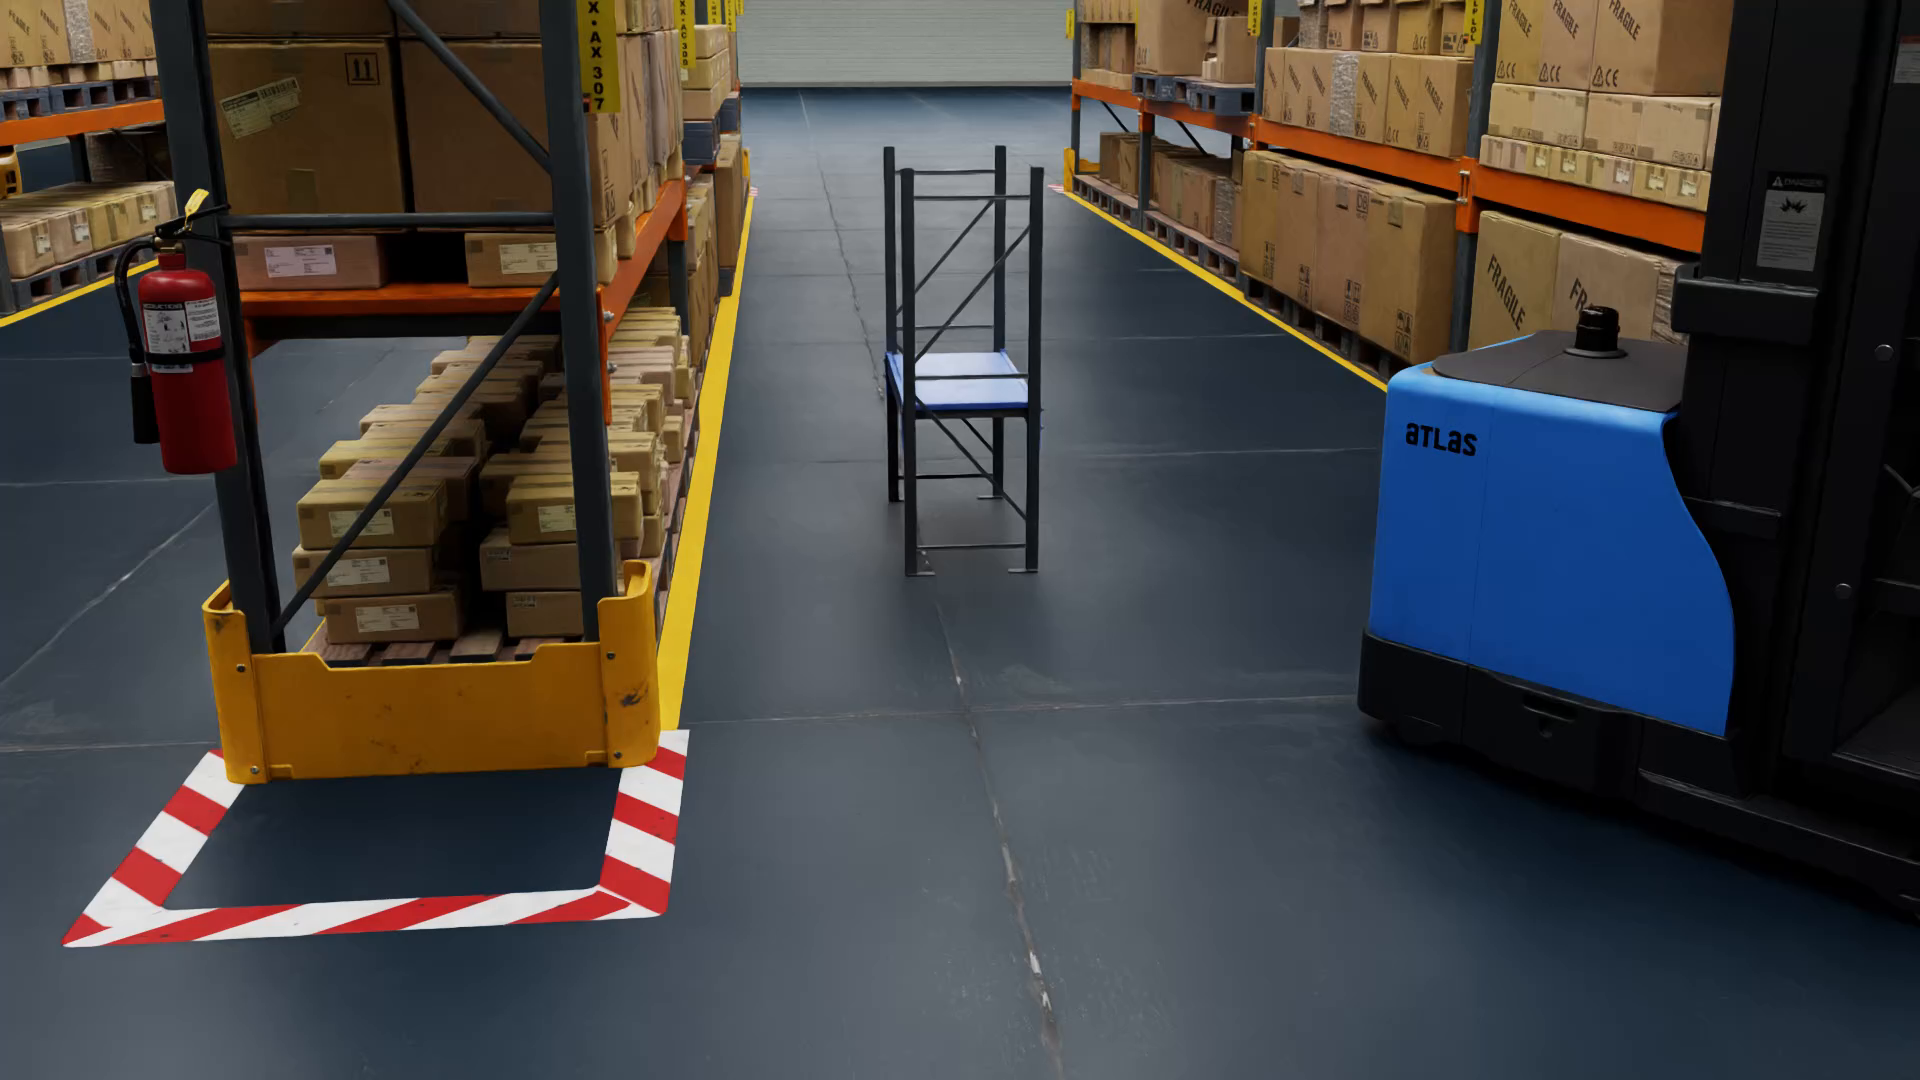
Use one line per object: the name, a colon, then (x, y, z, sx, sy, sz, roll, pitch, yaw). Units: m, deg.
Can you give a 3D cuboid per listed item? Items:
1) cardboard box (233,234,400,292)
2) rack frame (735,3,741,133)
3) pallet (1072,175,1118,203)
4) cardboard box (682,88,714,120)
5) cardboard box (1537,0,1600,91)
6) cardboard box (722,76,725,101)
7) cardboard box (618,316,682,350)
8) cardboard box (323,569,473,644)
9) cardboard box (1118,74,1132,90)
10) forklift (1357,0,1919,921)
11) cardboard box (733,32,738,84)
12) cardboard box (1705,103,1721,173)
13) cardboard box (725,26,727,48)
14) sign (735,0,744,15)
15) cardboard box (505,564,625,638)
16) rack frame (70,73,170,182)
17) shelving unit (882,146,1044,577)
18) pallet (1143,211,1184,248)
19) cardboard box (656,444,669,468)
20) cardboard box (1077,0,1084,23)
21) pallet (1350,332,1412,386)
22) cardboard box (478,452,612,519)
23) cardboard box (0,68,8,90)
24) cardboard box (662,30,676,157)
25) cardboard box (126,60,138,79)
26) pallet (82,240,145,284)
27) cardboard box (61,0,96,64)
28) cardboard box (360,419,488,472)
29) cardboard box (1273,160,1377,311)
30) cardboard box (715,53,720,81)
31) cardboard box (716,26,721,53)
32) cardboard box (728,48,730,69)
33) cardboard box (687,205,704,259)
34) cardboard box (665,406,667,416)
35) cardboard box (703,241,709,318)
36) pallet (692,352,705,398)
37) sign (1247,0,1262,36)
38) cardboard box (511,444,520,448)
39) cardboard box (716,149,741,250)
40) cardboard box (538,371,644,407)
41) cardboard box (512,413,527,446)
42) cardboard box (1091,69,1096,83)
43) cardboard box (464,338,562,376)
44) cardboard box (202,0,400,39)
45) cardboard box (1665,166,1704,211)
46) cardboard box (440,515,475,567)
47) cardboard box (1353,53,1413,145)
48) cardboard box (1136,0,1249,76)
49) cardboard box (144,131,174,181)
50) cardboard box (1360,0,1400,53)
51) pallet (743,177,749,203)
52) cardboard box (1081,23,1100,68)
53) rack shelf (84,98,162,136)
cardboard box: (-1.764, -0.776, 4.561, 0.380, 0.149, 0.250, -2, 18, -6)
rack frame: (-3.100, -5.574, 19.425, 1.000, 3.000, 0.127, -2, 18, -6)
pallet: (1.901, -4.101, 19.389, 1.003, 0.211, 1.213, -2, 18, -6)
cardboard box: (-1.445, -2.211, 8.431, 0.380, 0.149, 0.250, -3, 18, -8)
cardboard box: (2.920, -2.253, 7.347, 0.500, 0.500, 0.500, -2, 18, -6)
cardboard box: (-1.639, -2.756, 10.167, 0.380, 0.149, 0.250, -1, 17, -4)
cardboard box: (-1.500, -0.950, 7.762, 0.380, 0.149, 0.250, -2, 17, -5)
cardboard box: (-1.711, 0.202, 5.085, 0.380, 0.149, 0.250, -1, 17, -5)
cardboard box: (1.823, -4.663, 16.942, 0.380, 0.149, 0.250, -2, 18, -6)
forklift: (2.562, -0.628, 3.784, 1.130, 2.935, 3.031, -17, 24, -42)
cardboard box: (-2.938, -5.374, 18.535, 0.875, 0.550, 0.550, -2, 18, -6)
cardboard box: (3.076, -1.440, 6.010, 0.500, 0.250, 0.500, -2, 18, -8)
cardboard box: (-1.717, -3.271, 10.812, 0.380, 0.149, 0.250, -1, 17, -4)
sign: (-2.558, -6.253, 19.257, 0.100, 0.325, 0.005, -2, 18, -6)
cardboard box: (-1.185, 0.186, 5.134, 0.380, 0.149, 0.250, -1, 17, -5)
rack frame: (-7.600, -4.200, 15.046, 1.000, 3.000, 0.127, -2, 18, -6)
shelving unit: (-0.009, -0.741, 6.533, 0.538, 1.500, 1.048, -2, 18, -6)
pallet: (2.339, -2.944, 15.701, 1.003, 0.211, 1.213, -2, 18, -6)
cardboard box: (-1.358, -0.274, 6.601, 0.380, 0.149, 0.250, -2, 18, -6)
cardboard box: (1.630, -6.192, 19.060, 0.500, 0.500, 0.500, -2, 18, -6)
pallet: (2.928, -1.020, 9.572, 1.003, 0.211, 1.213, -2, 18, -6)
cardboard box: (-1.313, -0.177, 5.297, 0.380, 0.149, 0.250, -1, 17, -5)
cardboard box: (-7.032, -3.276, 11.823, 0.380, 0.149, 0.250, -3, 18, -9)
cardboard box: (-1.479, -1.899, 7.054, 0.500, 0.500, 0.500, -2, 18, -7)
cardboard box: (-7.201, -3.981, 14.067, 0.380, 0.149, 0.250, -2, 18, -7)
pallet: (-7.389, -2.273, 13.565, 1.003, 0.211, 1.213, -2, 18, -6)
cardboard box: (-7.170, -4.001, 13.050, 0.500, 0.500, 0.500, -2, 18, -8)
cardboard box: (-1.841, -0.310, 5.723, 0.380, 0.149, 0.250, -2, 18, -8)
cardboard box: (2.804, -2.029, 10.977, 1.225, 0.875, 0.875, -2, 18, -5)
cardboard box: (-1.558, -2.665, 9.380, 0.380, 0.149, 0.250, -1, 17, -3)
cardboard box: (-1.579, -2.880, 9.569, 0.380, 0.149, 0.250, -1, 17, -4)
cardboard box: (-1.771, -3.280, 11.340, 0.380, 0.149, 0.250, -1, 17, -5)
cardboard box: (-1.733, -1.752, 9.469, 0.500, 0.250, 0.500, -1, 17, -4)
cardboard box: (-1.454, -0.585, 7.094, 0.380, 0.149, 0.250, -1, 17, -4)
cardboard box: (-1.798, -1.549, 10.074, 0.500, 0.500, 0.500, -1, 17, -5)
pallet: (-1.944, -0.901, 9.194, 1.003, 0.211, 1.213, -2, 18, -6)
sign: (2.131, -3.809, 12.002, 0.100, 0.325, 0.005, -2, 18, -6)
cardboard box: (-1.970, -0.336, 6.797, 0.380, 0.149, 0.250, -2, 18, -7)
cardboard box: (-2.341, -2.763, 13.524, 1.050, 0.750, 0.750, -2, 17, -5)
cardboard box: (-1.442, -0.562, 6.523, 0.380, 0.149, 0.250, -2, 18, -6)
cardboard box: (-1.973, -0.479, 6.757, 0.380, 0.149, 0.250, -2, 18, -6)
cardboard box: (1.701, -5.262, 18.848, 0.380, 0.149, 0.250, -2, 18, -6)
cardboard box: (-1.938, -0.780, 7.218, 0.380, 0.149, 0.250, -2, 18, -7)
cardboard box: (-1.744, -1.603, 4.442, 0.500, 0.500, 0.500, -2, 18, -7)
cardboard box: (2.973, -1.362, 6.427, 0.380, 0.149, 0.250, -1, 17, -5)
cardboard box: (-1.761, -0.018, 5.287, 0.380, 0.149, 0.250, -2, 18, -7)
cardboard box: (2.657, -2.604, 9.797, 0.500, 0.500, 0.500, -2, 18, -6)
cardboard box: (2.200, -4.751, 15.101, 1.000, 1.000, 1.000, -2, 18, -5)
cardboard box: (-7.392, -3.630, 15.870, 0.500, 0.500, 0.500, -1, 17, -3)
cardboard box: (2.869, -3.228, 10.110, 0.797, 0.503, 0.637, -1, 17, -4)
pallet: (-2.939, -4.008, 19.092, 1.003, 0.211, 1.213, -2, 18, -6)
cardboard box: (1.874, -5.723, 19.233, 0.875, 0.500, 0.500, -2, 18, -6)
rack shelf: (-7.806, -4.452, 17.052, 1.077, 0.370, 4.000, -2, 18, -6)
